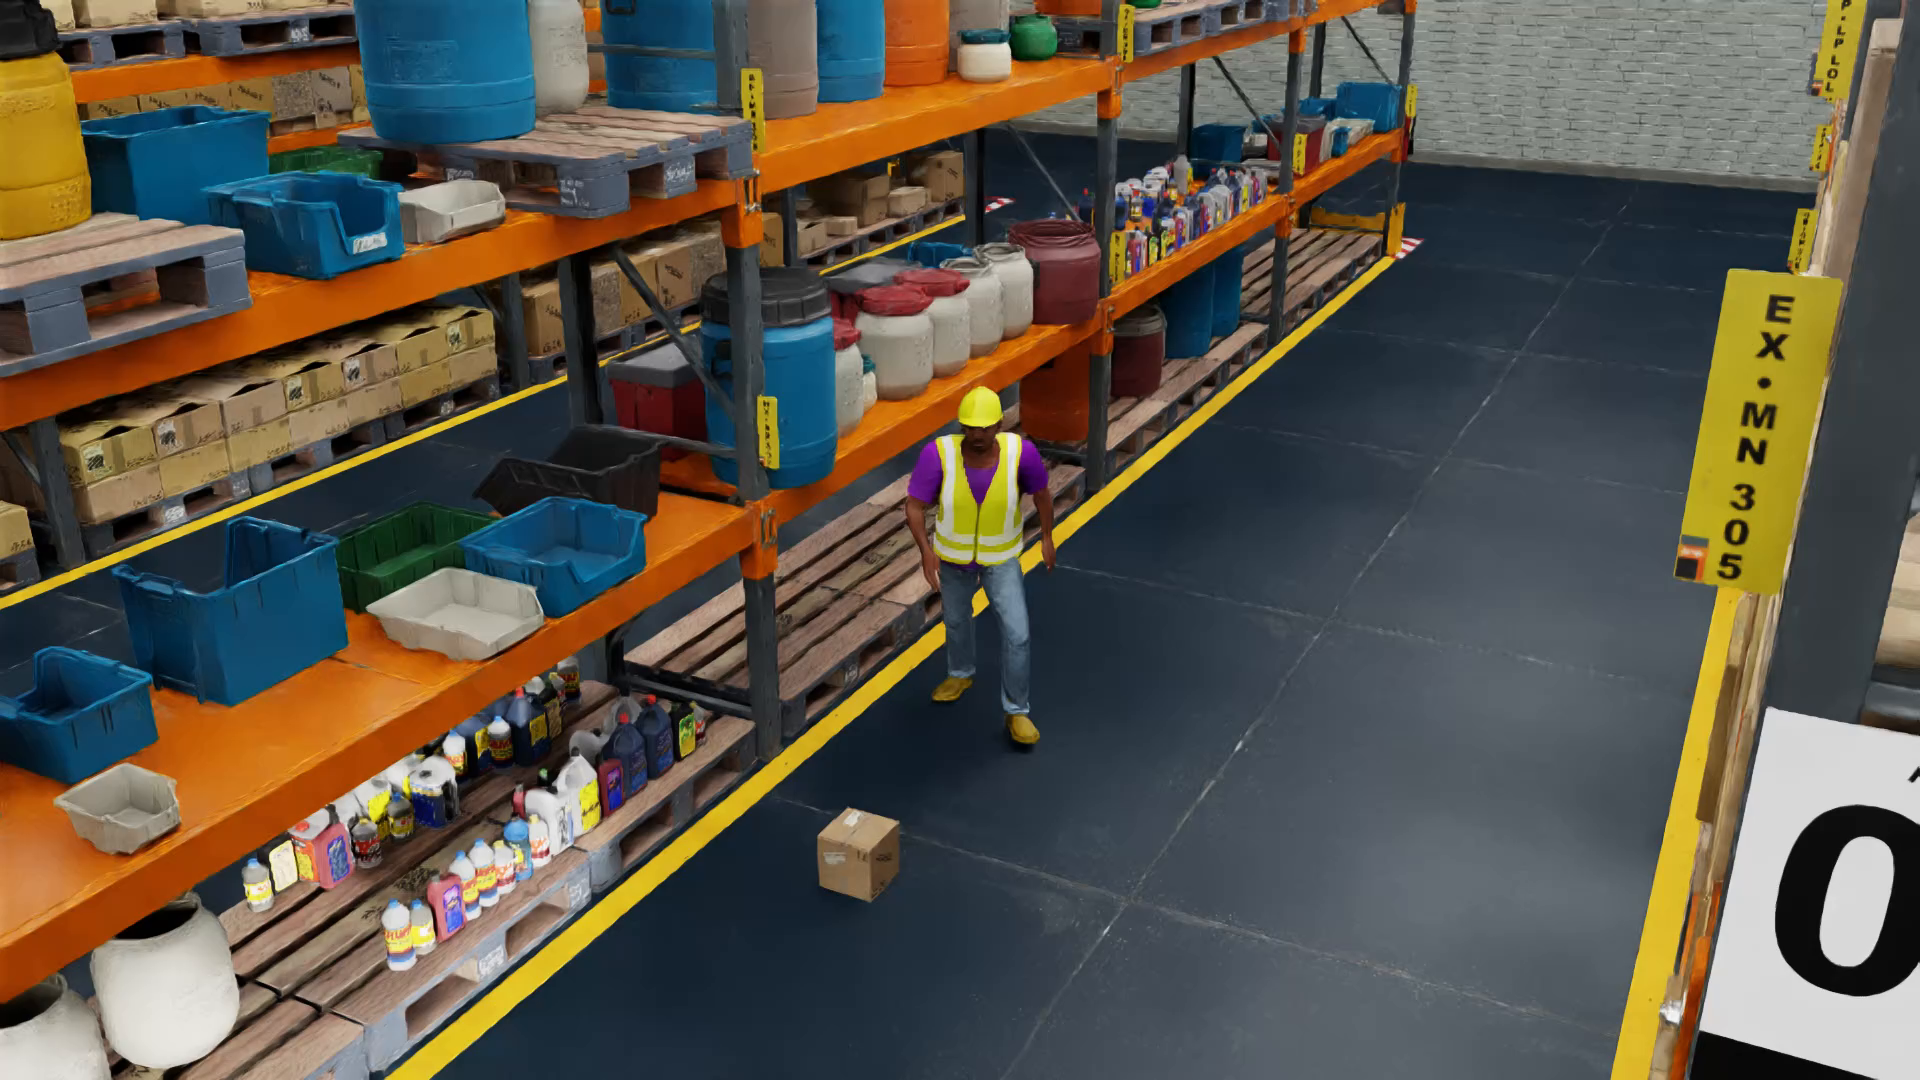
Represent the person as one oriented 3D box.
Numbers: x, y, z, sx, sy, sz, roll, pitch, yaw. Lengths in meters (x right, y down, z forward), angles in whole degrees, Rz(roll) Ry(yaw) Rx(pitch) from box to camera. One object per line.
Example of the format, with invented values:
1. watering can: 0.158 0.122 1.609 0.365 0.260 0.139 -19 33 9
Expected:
1. person: 0.100 0.072 7.922 0.705 1.716 0.736 2 23 5
